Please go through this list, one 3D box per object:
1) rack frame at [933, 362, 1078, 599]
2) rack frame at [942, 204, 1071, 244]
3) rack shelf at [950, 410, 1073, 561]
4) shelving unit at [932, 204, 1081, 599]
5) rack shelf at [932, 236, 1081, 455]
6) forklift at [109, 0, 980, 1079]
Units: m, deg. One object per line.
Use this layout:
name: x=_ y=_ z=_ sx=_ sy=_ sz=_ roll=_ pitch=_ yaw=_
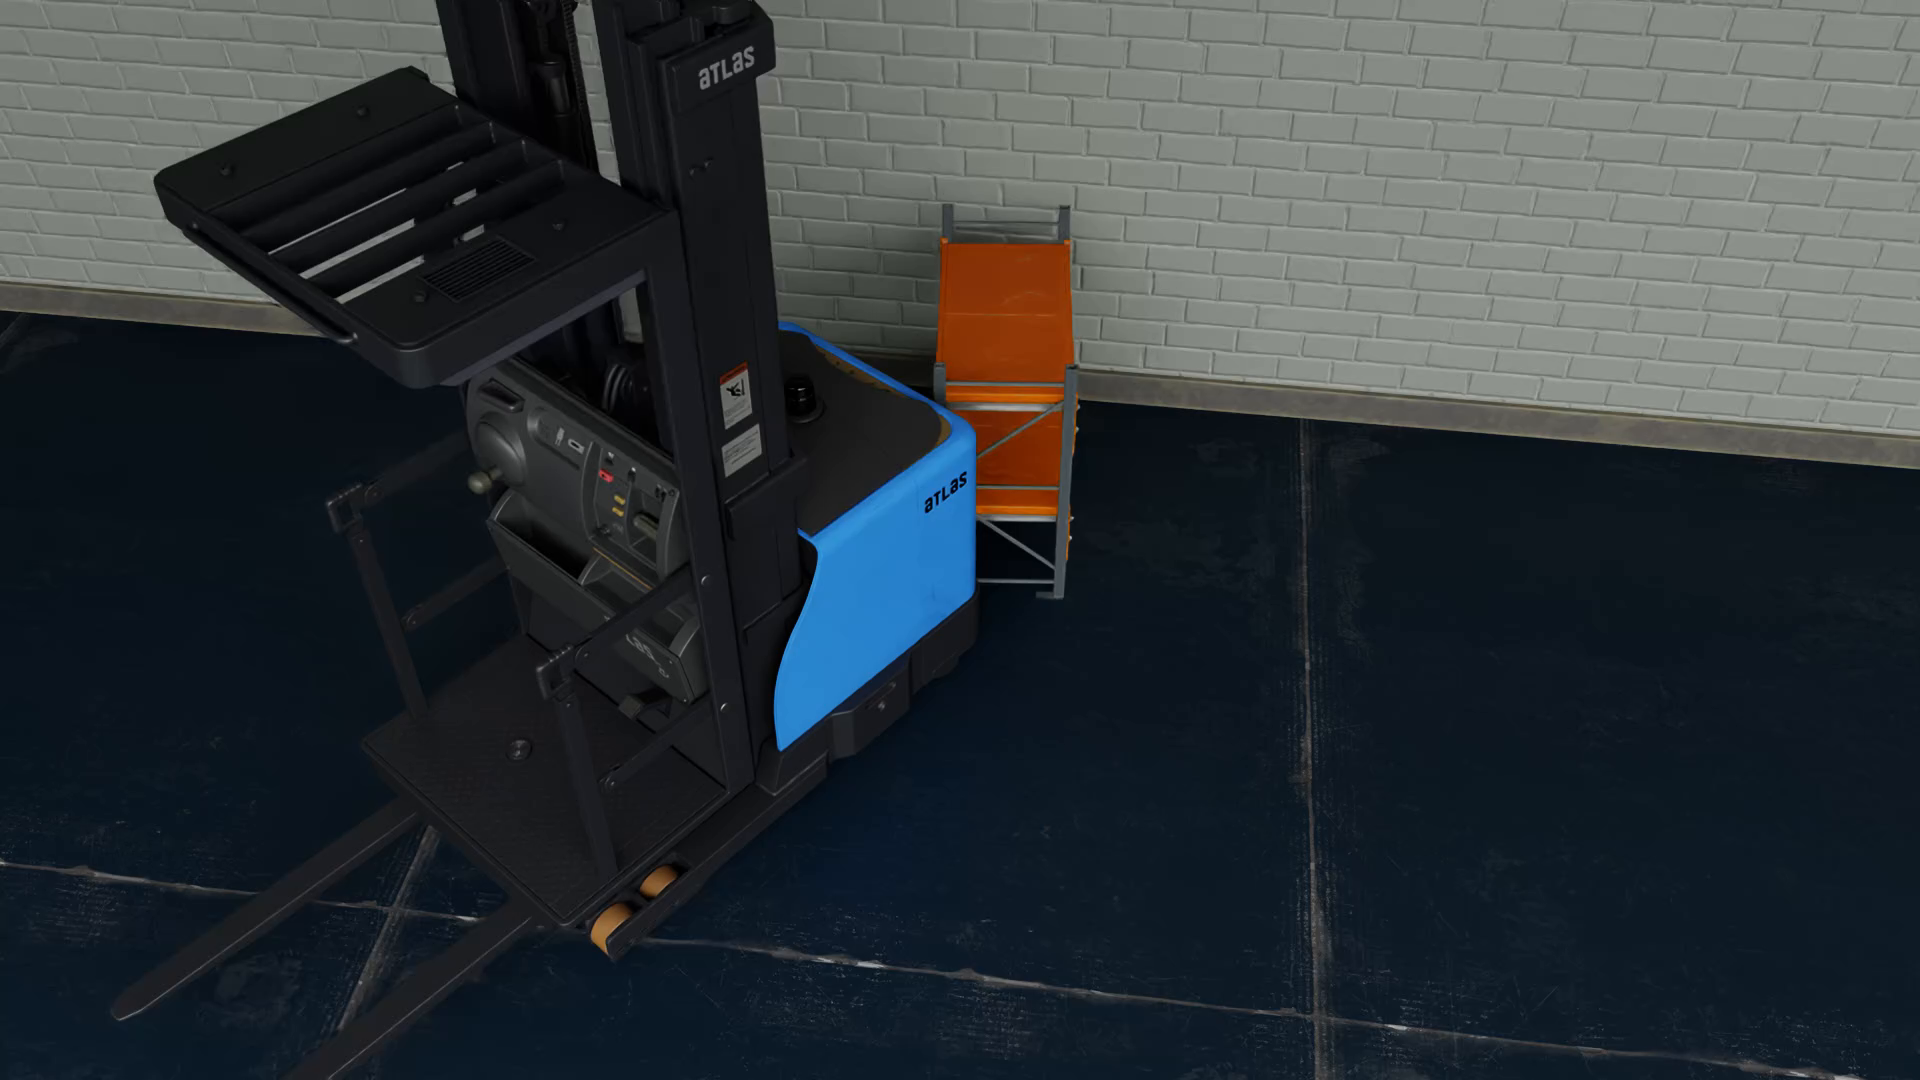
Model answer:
rack frame: x=0.157 y=-0.194 z=6.137 sx=0.500 sy=1.125 sz=0.032 roll=1 pitch=43 yaw=1
rack frame: x=0.181 y=-0.893 z=6.875 sx=0.500 sy=1.125 sz=0.032 roll=1 pitch=43 yaw=1
rack shelf: x=0.169 y=-0.366 z=6.674 sx=0.538 sy=0.278 sz=1.000 roll=1 pitch=43 yaw=1
shelving unit: x=0.169 y=-0.543 z=6.506 sx=0.538 sy=1.125 sz=1.048 roll=1 pitch=43 yaw=1
rack shelf: x=0.169 y=-0.756 z=6.305 sx=0.538 sy=0.278 sz=1.000 roll=1 pitch=43 yaw=1
forklift: x=-1.281 y=-0.131 z=4.757 sx=1.130 sy=2.935 sz=3.031 roll=31 pitch=52 yaw=29
